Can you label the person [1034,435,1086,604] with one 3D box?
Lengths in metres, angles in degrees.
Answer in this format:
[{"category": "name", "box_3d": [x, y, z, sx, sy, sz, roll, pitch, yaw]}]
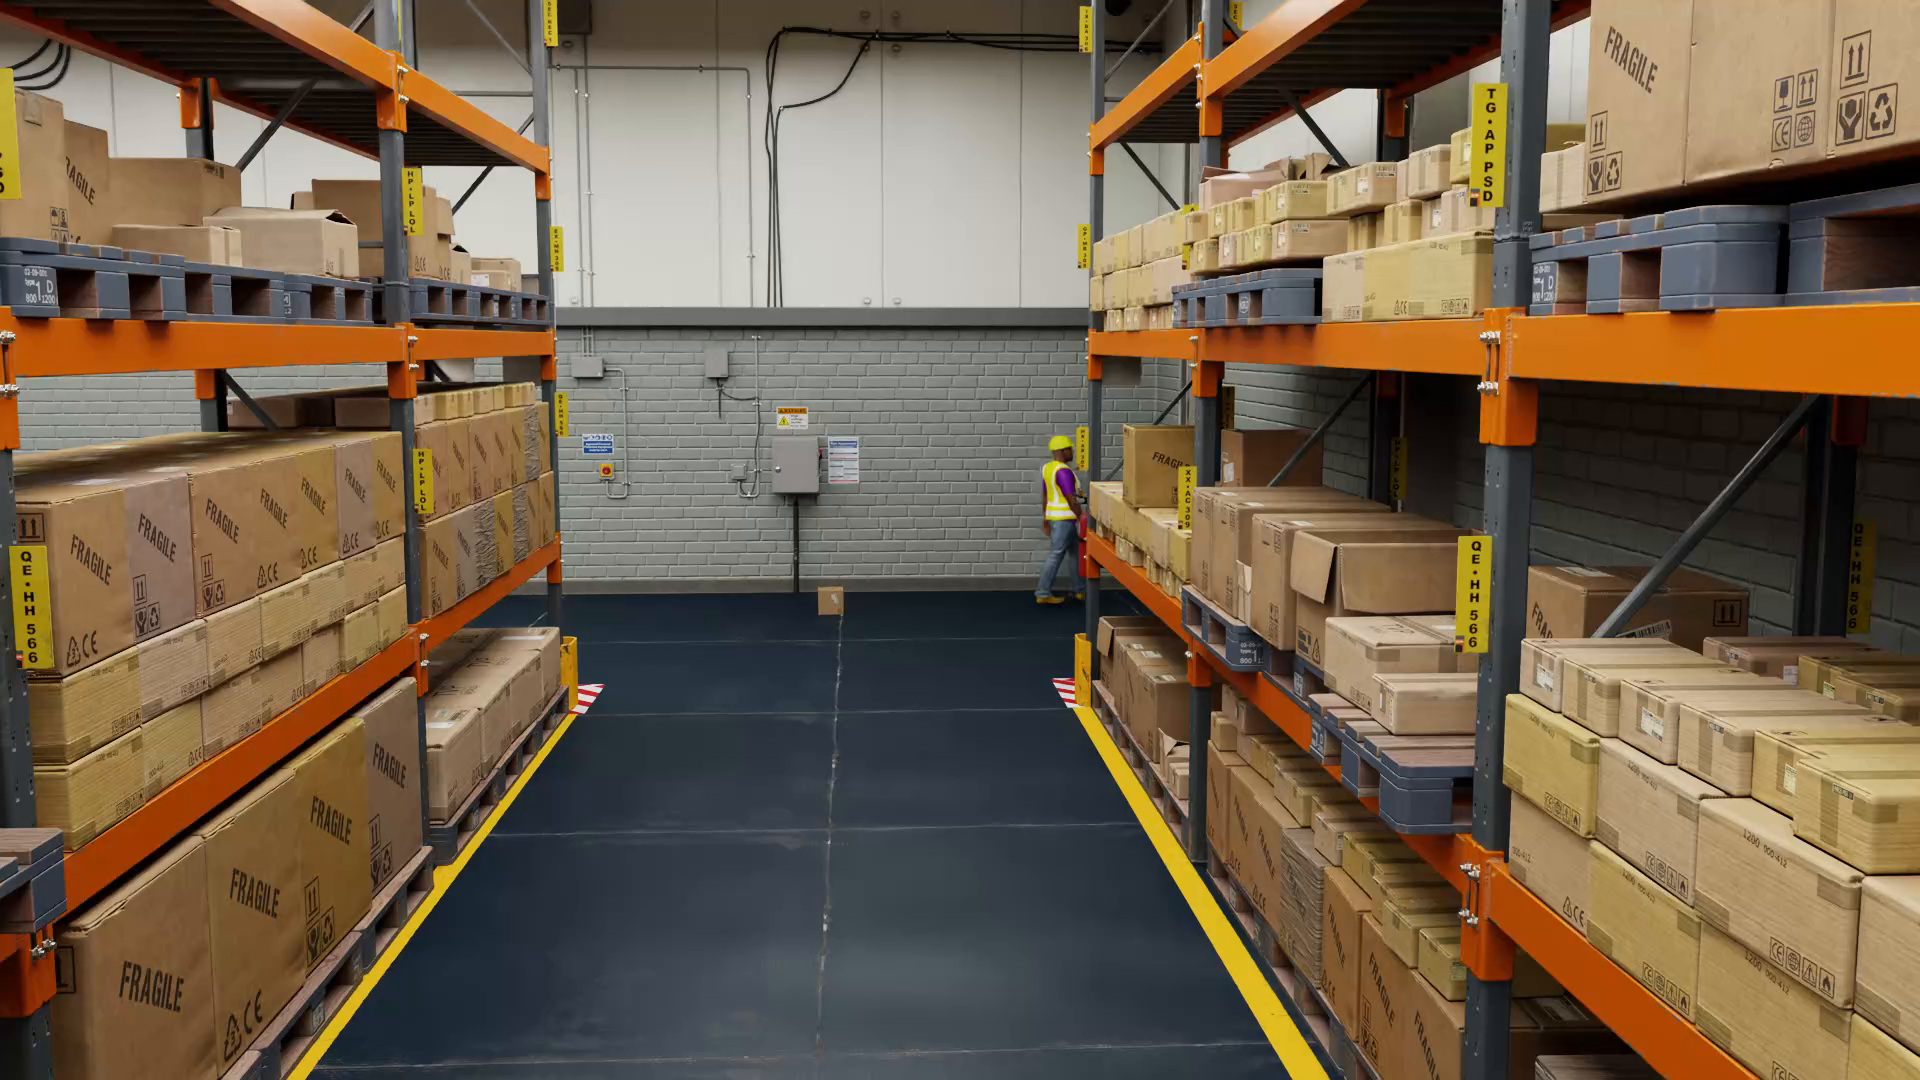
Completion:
[{"category": "person", "box_3d": [1.136, -0.183, 17.228, 0.758, 1.802, 0.615, -1, 7, -12]}]
